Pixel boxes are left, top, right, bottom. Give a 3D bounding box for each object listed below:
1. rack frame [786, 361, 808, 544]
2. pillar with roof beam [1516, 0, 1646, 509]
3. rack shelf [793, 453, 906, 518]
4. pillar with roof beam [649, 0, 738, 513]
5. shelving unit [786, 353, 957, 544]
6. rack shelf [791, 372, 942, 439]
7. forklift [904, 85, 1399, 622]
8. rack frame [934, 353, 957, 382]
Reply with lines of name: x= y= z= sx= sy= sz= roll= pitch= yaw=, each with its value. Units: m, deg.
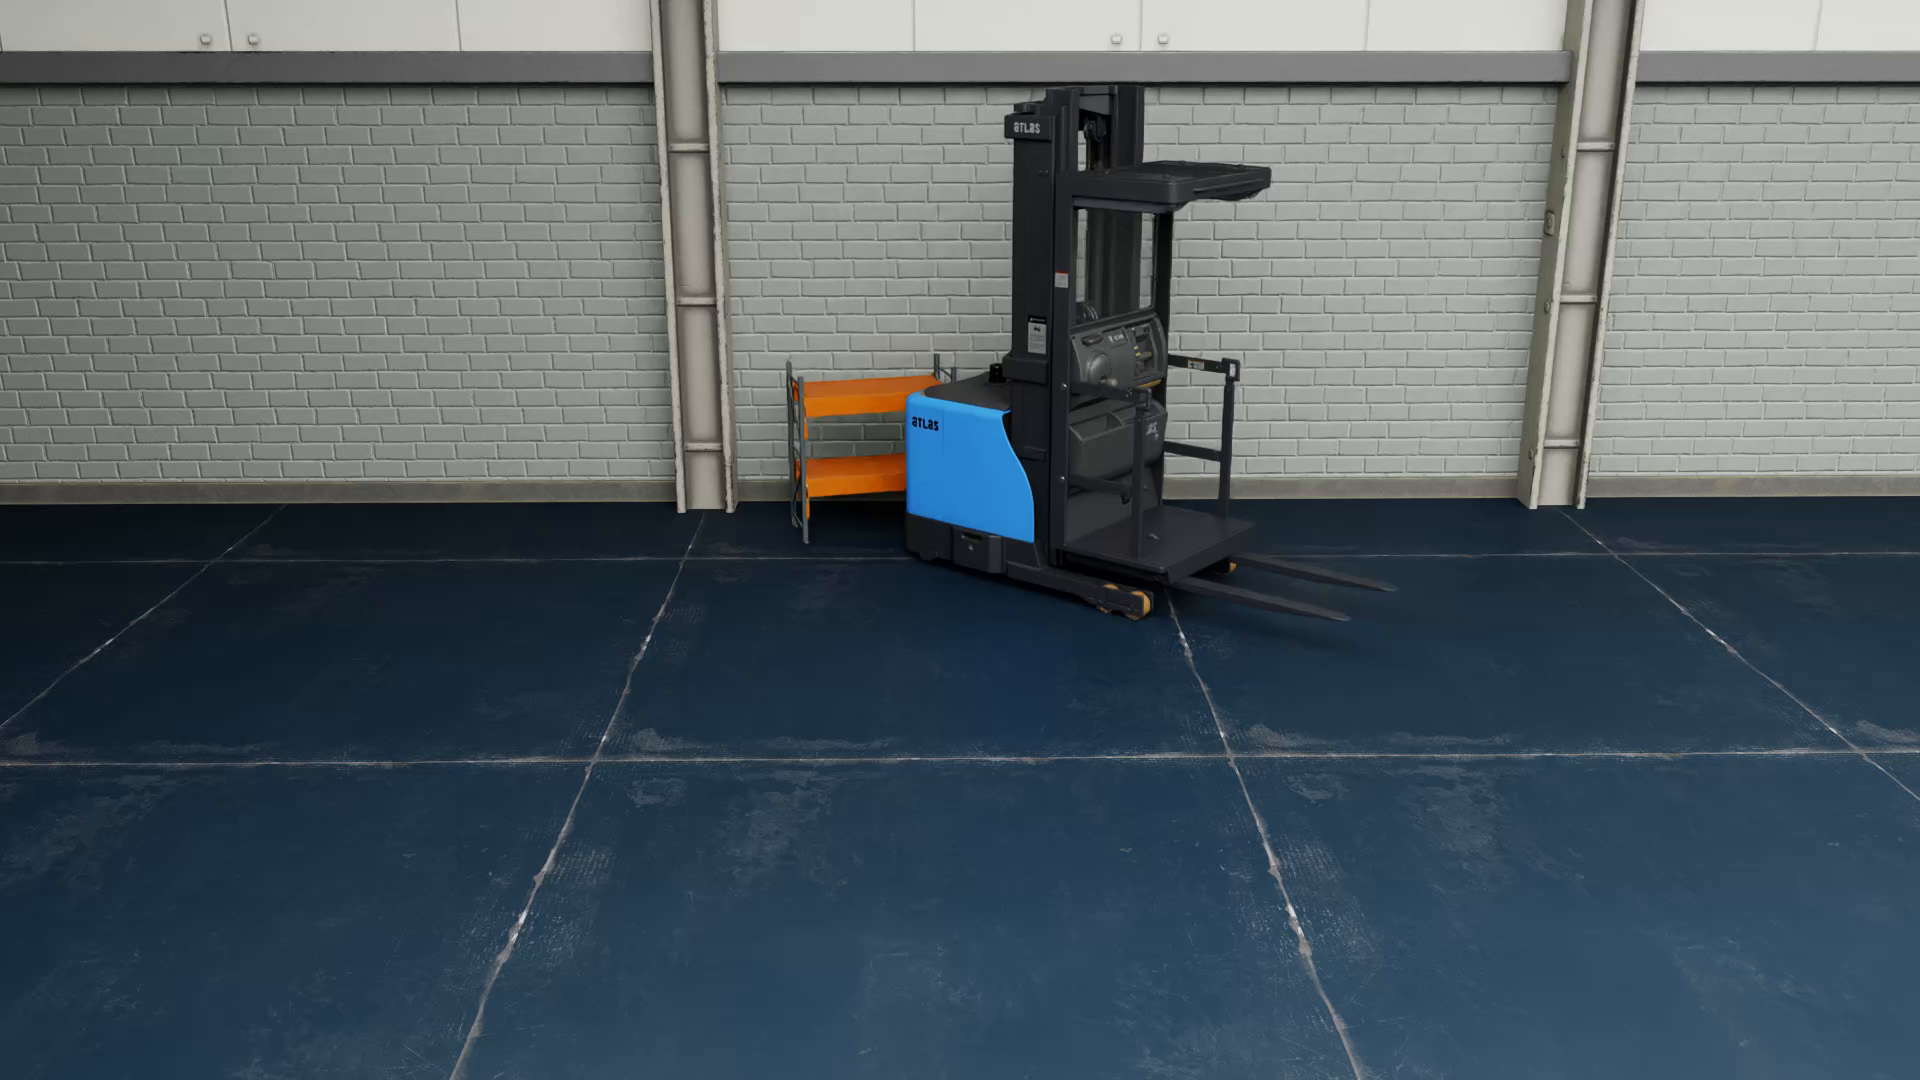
rack frame: x=-1.081 y=-0.584 z=11.026 sx=0.032 sy=1.125 sz=0.500 roll=-5 pitch=18 yaw=-15
pillar with roof beam: x=4.281 y=-3.239 z=6.413 sx=0.400 sy=9.000 sz=9.100 roll=0 pitch=18 yaw=-1
rack shelf: x=-0.591 y=-0.392 z=11.228 sx=1.000 sy=0.278 sz=0.538 roll=-5 pitch=18 yaw=-15
pillar with roof beam: x=-1.718 y=-3.210 z=6.322 sx=0.400 sy=9.000 sz=9.100 roll=0 pitch=18 yaw=-1
shelving unit: x=-0.591 y=-0.625 z=11.153 sx=1.048 sy=1.125 sz=0.538 roll=-5 pitch=18 yaw=-15
rack shelf: x=-0.591 y=-0.903 z=11.064 sx=1.000 sy=0.278 sz=0.538 roll=-5 pitch=18 yaw=-15
forklift: x=1.109 y=-1.117 z=9.731 sx=3.031 sy=2.935 sz=1.130 roll=14 pitch=22 yaw=36
rack frame: x=-0.100 y=-0.666 z=11.281 sx=0.032 sy=1.125 sz=0.500 roll=-5 pitch=18 yaw=-15
